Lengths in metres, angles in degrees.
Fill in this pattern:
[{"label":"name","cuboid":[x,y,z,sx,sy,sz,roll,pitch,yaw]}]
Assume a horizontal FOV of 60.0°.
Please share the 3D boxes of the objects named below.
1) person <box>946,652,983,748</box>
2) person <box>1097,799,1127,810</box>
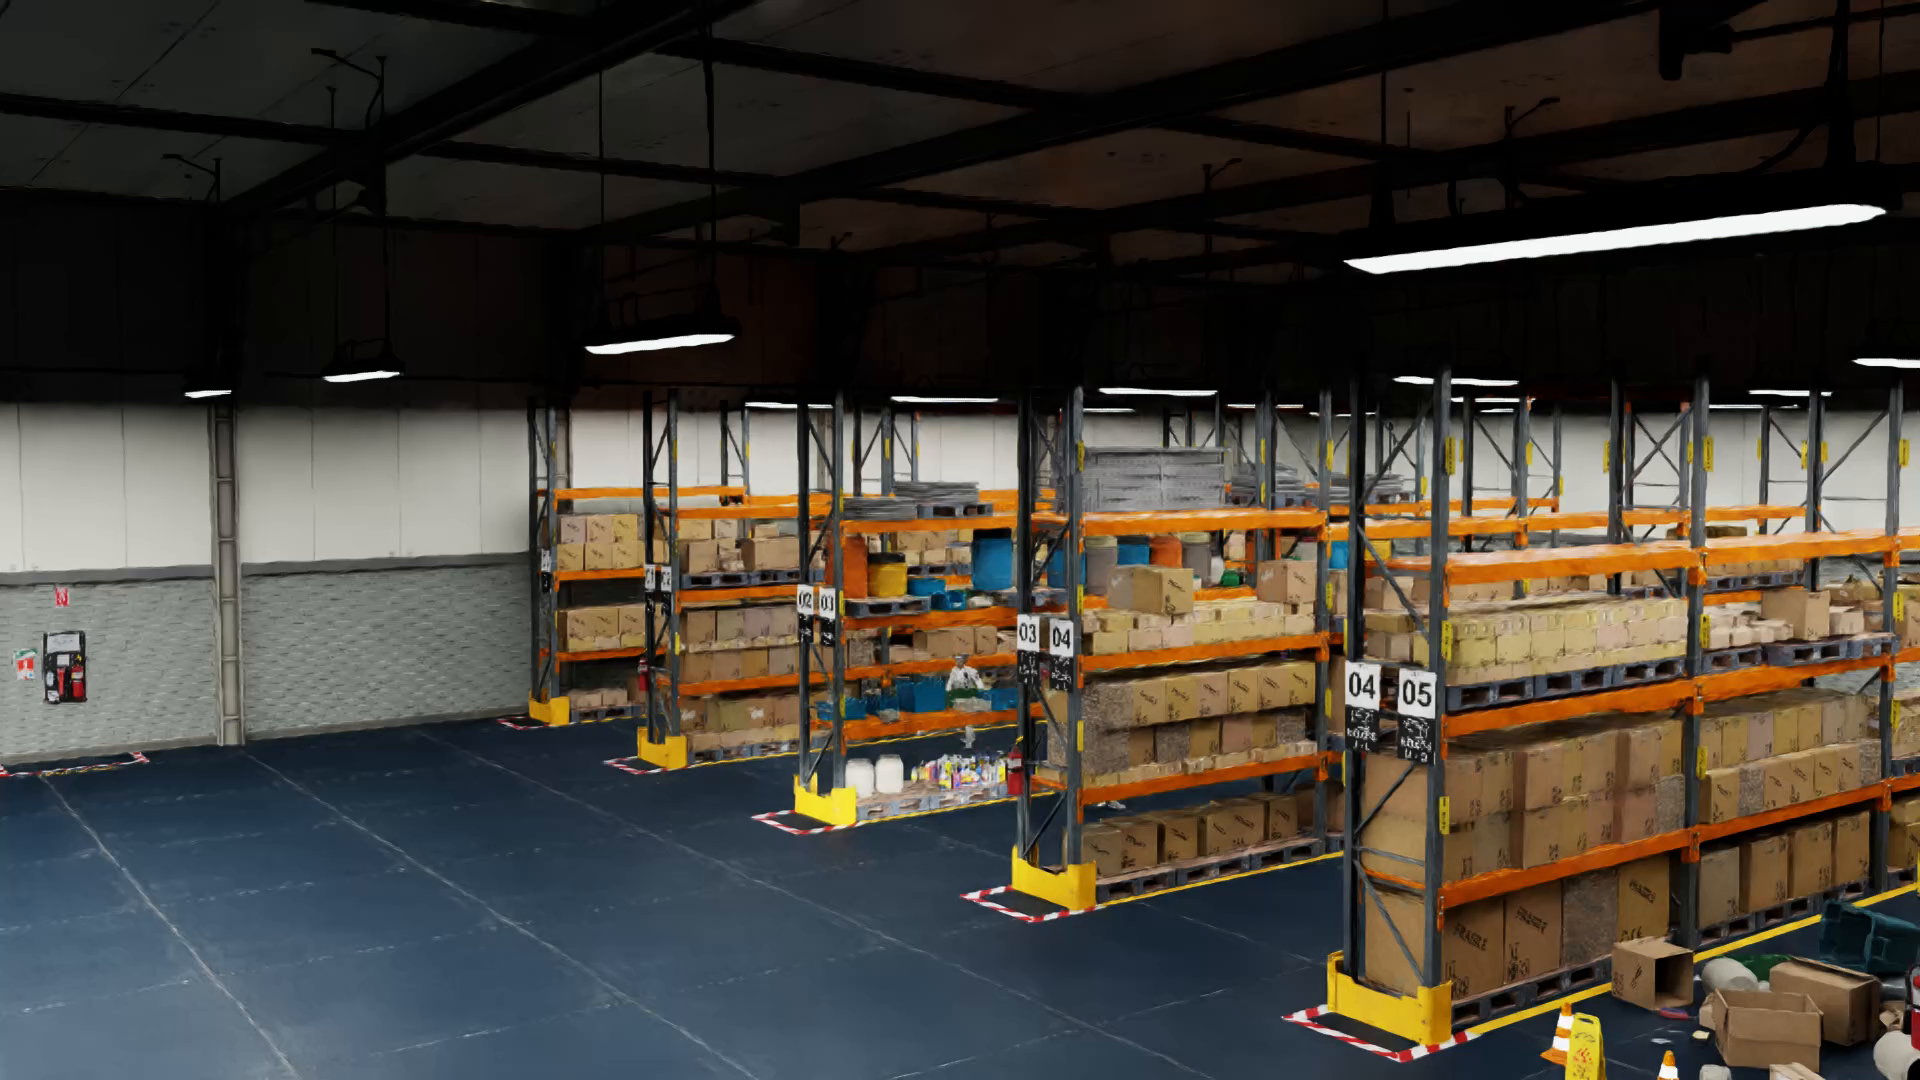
[{"label":"person","cuboid":[0.113,2.684,28.229,0.639,1.610,0.807,3,4,38]},{"label":"person","cuboid":[2.145,2.963,23.358,0.414,1.641,0.516,2,4,26]}]
